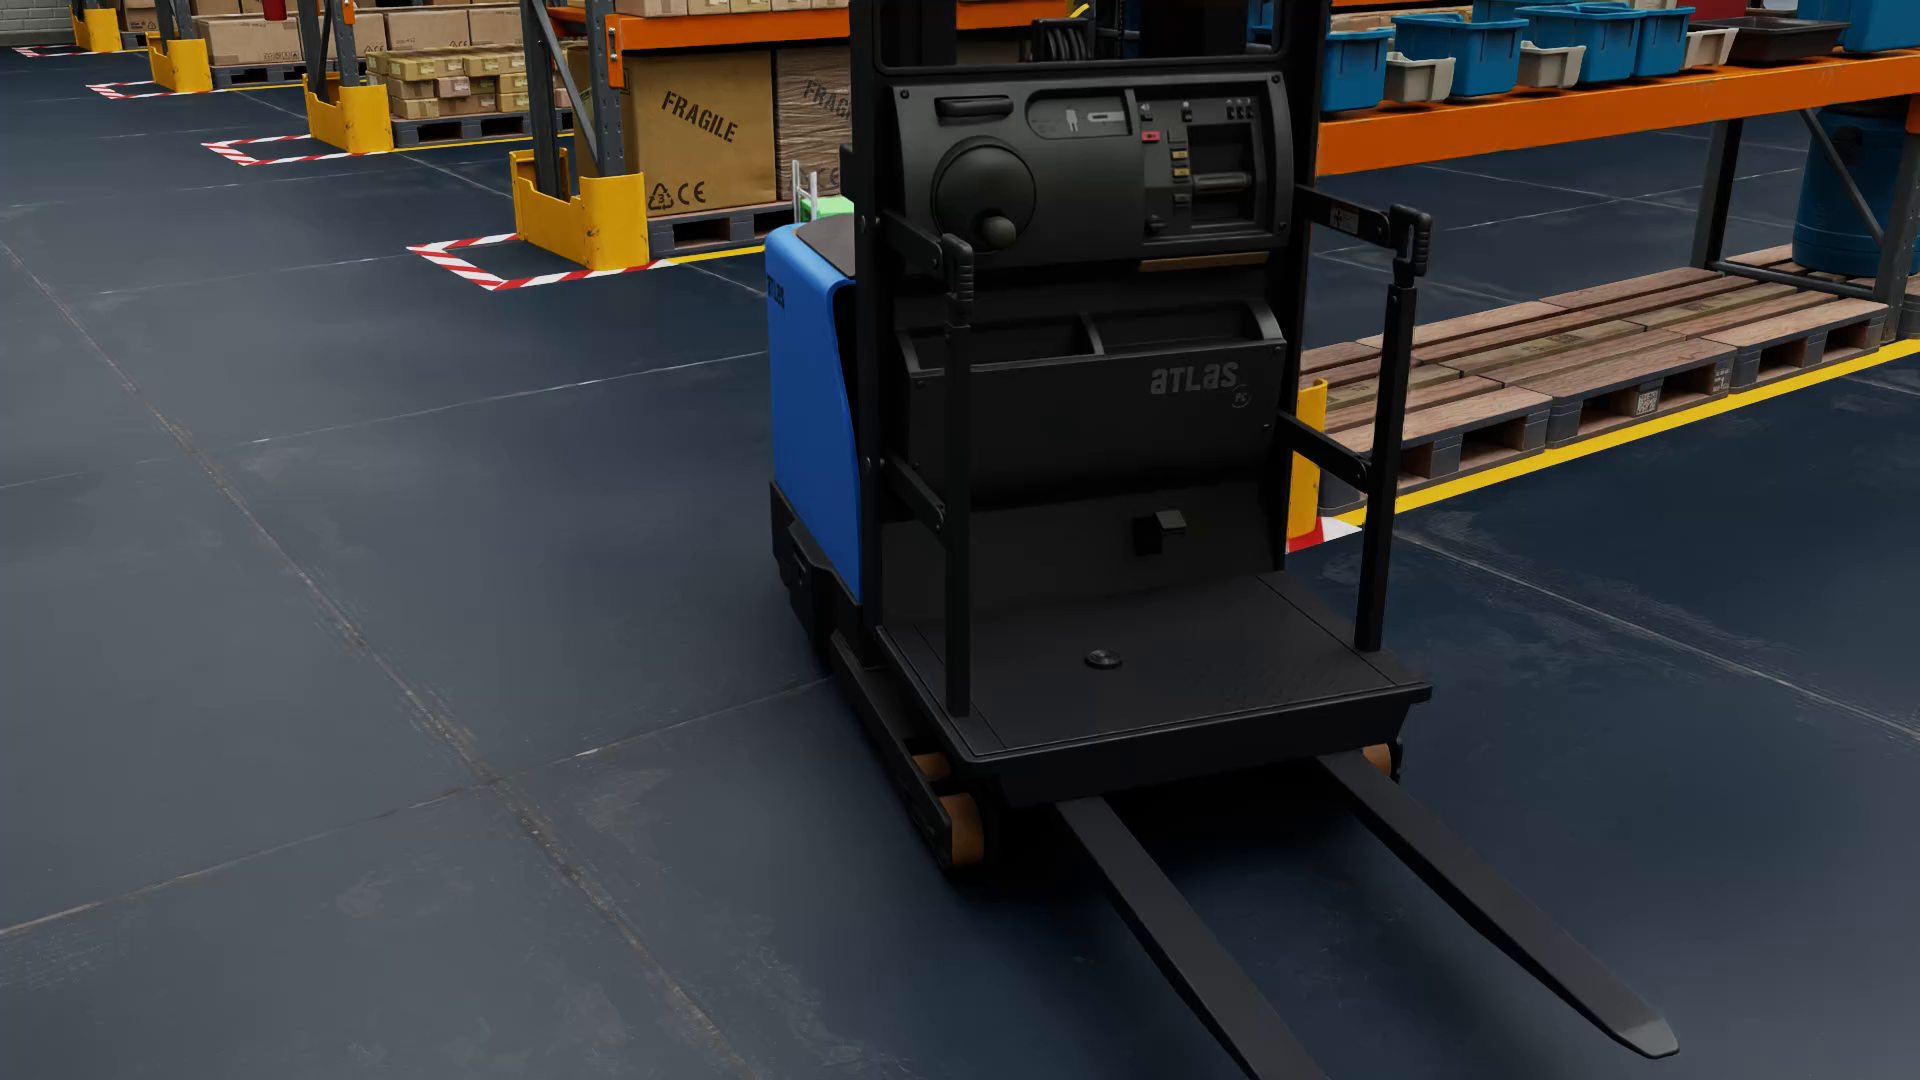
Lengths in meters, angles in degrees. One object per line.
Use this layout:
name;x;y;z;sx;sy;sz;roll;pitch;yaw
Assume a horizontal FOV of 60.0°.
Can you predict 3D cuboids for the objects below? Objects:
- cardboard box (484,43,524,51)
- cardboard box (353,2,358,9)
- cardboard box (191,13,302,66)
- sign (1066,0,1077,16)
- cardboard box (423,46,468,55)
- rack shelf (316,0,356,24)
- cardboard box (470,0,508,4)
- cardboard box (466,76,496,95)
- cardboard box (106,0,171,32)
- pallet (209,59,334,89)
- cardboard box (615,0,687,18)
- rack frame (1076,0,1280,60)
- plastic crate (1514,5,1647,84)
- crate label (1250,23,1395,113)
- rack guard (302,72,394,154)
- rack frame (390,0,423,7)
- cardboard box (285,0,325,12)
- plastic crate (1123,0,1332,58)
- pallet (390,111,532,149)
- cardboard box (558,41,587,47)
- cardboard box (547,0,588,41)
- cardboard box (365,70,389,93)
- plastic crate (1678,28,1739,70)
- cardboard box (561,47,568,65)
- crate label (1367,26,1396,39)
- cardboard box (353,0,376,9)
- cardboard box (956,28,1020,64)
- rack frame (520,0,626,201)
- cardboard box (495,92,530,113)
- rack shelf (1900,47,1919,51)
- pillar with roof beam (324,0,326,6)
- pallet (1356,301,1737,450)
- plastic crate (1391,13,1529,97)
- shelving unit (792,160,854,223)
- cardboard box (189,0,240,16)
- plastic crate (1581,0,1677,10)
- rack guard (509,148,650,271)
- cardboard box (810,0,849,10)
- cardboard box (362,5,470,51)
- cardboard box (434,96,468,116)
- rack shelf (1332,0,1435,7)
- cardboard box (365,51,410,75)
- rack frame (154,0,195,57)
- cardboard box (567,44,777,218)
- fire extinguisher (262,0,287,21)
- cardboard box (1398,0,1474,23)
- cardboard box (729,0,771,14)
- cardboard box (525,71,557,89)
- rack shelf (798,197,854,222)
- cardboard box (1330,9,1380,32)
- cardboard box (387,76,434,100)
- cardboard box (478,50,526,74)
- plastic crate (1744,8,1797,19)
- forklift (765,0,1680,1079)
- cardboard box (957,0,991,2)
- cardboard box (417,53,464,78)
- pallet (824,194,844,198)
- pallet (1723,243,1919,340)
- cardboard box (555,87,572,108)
cardboard box;-3.888;-4.163;14.260;0.250;0.149;0.380;-14;26;-31
cardboard box;-8.174;-7.046;22.130;0.258;0.266;0.396;-14;26;-31
cardboard box;-7.471;-5.227;17.339;0.875;0.438;0.875;-16;27;-35
sign;0.397;-1.816;5.679;0.005;0.325;0.100;-15;26;-33
cardboard box;-4.321;-4.051;13.979;0.250;0.149;0.380;-16;27;-34
rack shelf;-3.352;-4.681;14.050;4.000;0.370;1.077;-15;26;-33
cardboard box;-6.653;-7.597;23.193;0.500;0.500;0.500;-15;26;-34
cardboard box;-3.998;-3.749;13.623;0.250;0.149;0.380;-15;26;-32
cardboard box;-10.299;-6.681;20.894;0.637;0.503;0.797;-16;27;-35
pallet;-7.345;-4.951;17.518;1.213;0.211;1.003;-15;26;-33
cardboard box;-1.680;-2.929;9.027;0.250;0.149;0.380;-15;26;-32
rack frame;0.731;-1.578;5.303;0.127;3.000;1.000;-15;26;-33
plastic crate;2.193;-1.767;5.923;0.300;0.233;0.416;-15;26;-33
crate label;1.124;-1.482;5.209;0.303;0.233;0.416;-15;26;-33
rack guard;-4.914;-3.437;13.336;0.348;0.500;1.175;-15;26;-33
rack frame;-7.604;-8.408;22.419;0.127;3.000;1.000;-15;26;-33
cardboard box;-8.740;-7.078;21.892;0.500;0.500;0.700;-16;27;-35
plastic crate;0.894;-1.751;5.608;0.499;0.435;0.616;-15;26;-33
pallet;-4.234;-3.468;13.803;1.213;0.211;1.003;-15;26;-33
cardboard box;-3.413;-4.252;14.482;0.250;0.149;0.380;-15;26;-33
cardboard box;-4.245;-6.281;19.391;0.875;0.875;0.875;-14;26;-31
cardboard box;-4.714;-3.791;13.728;0.250;0.149;0.380;-16;27;-34
plastic crate;2.740;-1.882;6.339;0.466;0.136;0.293;-15;26;-33
cardboard box;-3.295;-4.031;13.929;0.250;0.149;0.380;-14;26;-32
crate label;1.743;-1.840;6.235;0.243;0.136;0.396;-15;26;-33
cardboard box;-8.278;-7.282;22.659;0.500;0.311;0.500;-14;26;-31
cardboard box;-0.227;-2.828;10.737;0.875;0.875;0.875;-15;26;-33
rack frame;-2.161;-3.068;9.037;0.127;3.000;1.000;-15;26;-33
cardboard box;-3.730;-3.629;13.724;0.250;0.149;0.380;-15;26;-32
rack shelf;5.602;-2.542;8.691;4.000;0.370;1.077;-15;26;-33
pillar with roof beam;-6.181;-10.019;18.363;0.400;9.000;9.100;-15;26;-33
pallet;2.413;-0.712;6.896;1.213;0.211;1.003;-15;26;-33
plastic crate;1.659;-1.625;5.566;0.300;0.233;0.416;-15;26;-33
shelving unit;-0.233;-0.584;5.240;0.503;1.200;0.258;-7;23;-18
cardboard box;-9.582;-6.853;21.329;0.500;0.500;0.700;-14;26;-31
plastic crate;2.631;-2.141;6.794;0.530;0.282;0.437;-15;26;-33
rack guard;-2.181;-1.902;9.487;0.348;0.500;1.175;-15;26;-33
cardboard box;-0.847;-3.152;9.586;0.250;0.149;0.380;-16;27;-34
cardboard box;-6.000;-5.622;18.330;0.875;0.438;0.875;-16;27;-34
cardboard box;-4.199;-3.551;13.529;0.250;0.149;0.380;-15;26;-33
rack shelf;2.709;-4.032;12.425;4.000;0.370;1.077;-15;26;-33
cardboard box;-4.694;-3.920;13.650;0.250;0.149;0.380;-15;26;-32
rack frame;-7.949;-6.049;16.509;0.127;3.000;1.000;-15;26;-33
cardboard box;-1.688;-2.439;9.761;0.875;0.875;0.875;-15;26;-33
fire extinguisher;-5.450;-4.457;13.126;0.183;0.674;0.296;-15;26;-33
cardboard box;3.760;-3.865;13.334;0.875;0.875;1.225;-16;27;-35
cardboard box;-1.265;-3.040;9.307;0.250;0.149;0.380;-16;27;-34
cardboard box;-3.567;-3.858;13.896;0.250;0.149;0.380;-16;27;-35
rack shelf;-0.233;-0.970;5.085;0.480;0.148;0.258;-7;23;-18
cardboard box;2.319;-3.480;12.370;0.875;0.875;1.225;-16;27;-35
cardboard box;-4.401;-3.627;13.318;0.250;0.149;0.380;-14;26;-31
cardboard box;-3.766;-3.931;13.677;0.250;0.149;0.380;-16;27;-35
plastic crate;3.517;-2.291;7.366;0.243;0.136;0.396;-15;26;-33
forklift;0.378;-0.815;3.484;1.130;2.935;3.031;-7;23;-17
cardboard box;-0.013;-3.374;10.144;0.250;0.149;0.380;-15;26;-34
cardboard box;-4.199;-3.836;13.440;0.250;0.149;0.380;-14;26;-32
pallet;-0.568;-2.232;10.705;1.213;0.211;1.003;-15;26;-33
pallet;4.629;-1.303;8.377;1.213;0.211;1.003;-15;26;-33
cardboard box;-3.325;-3.741;14.004;0.250;0.149;0.380;-16;27;-35
